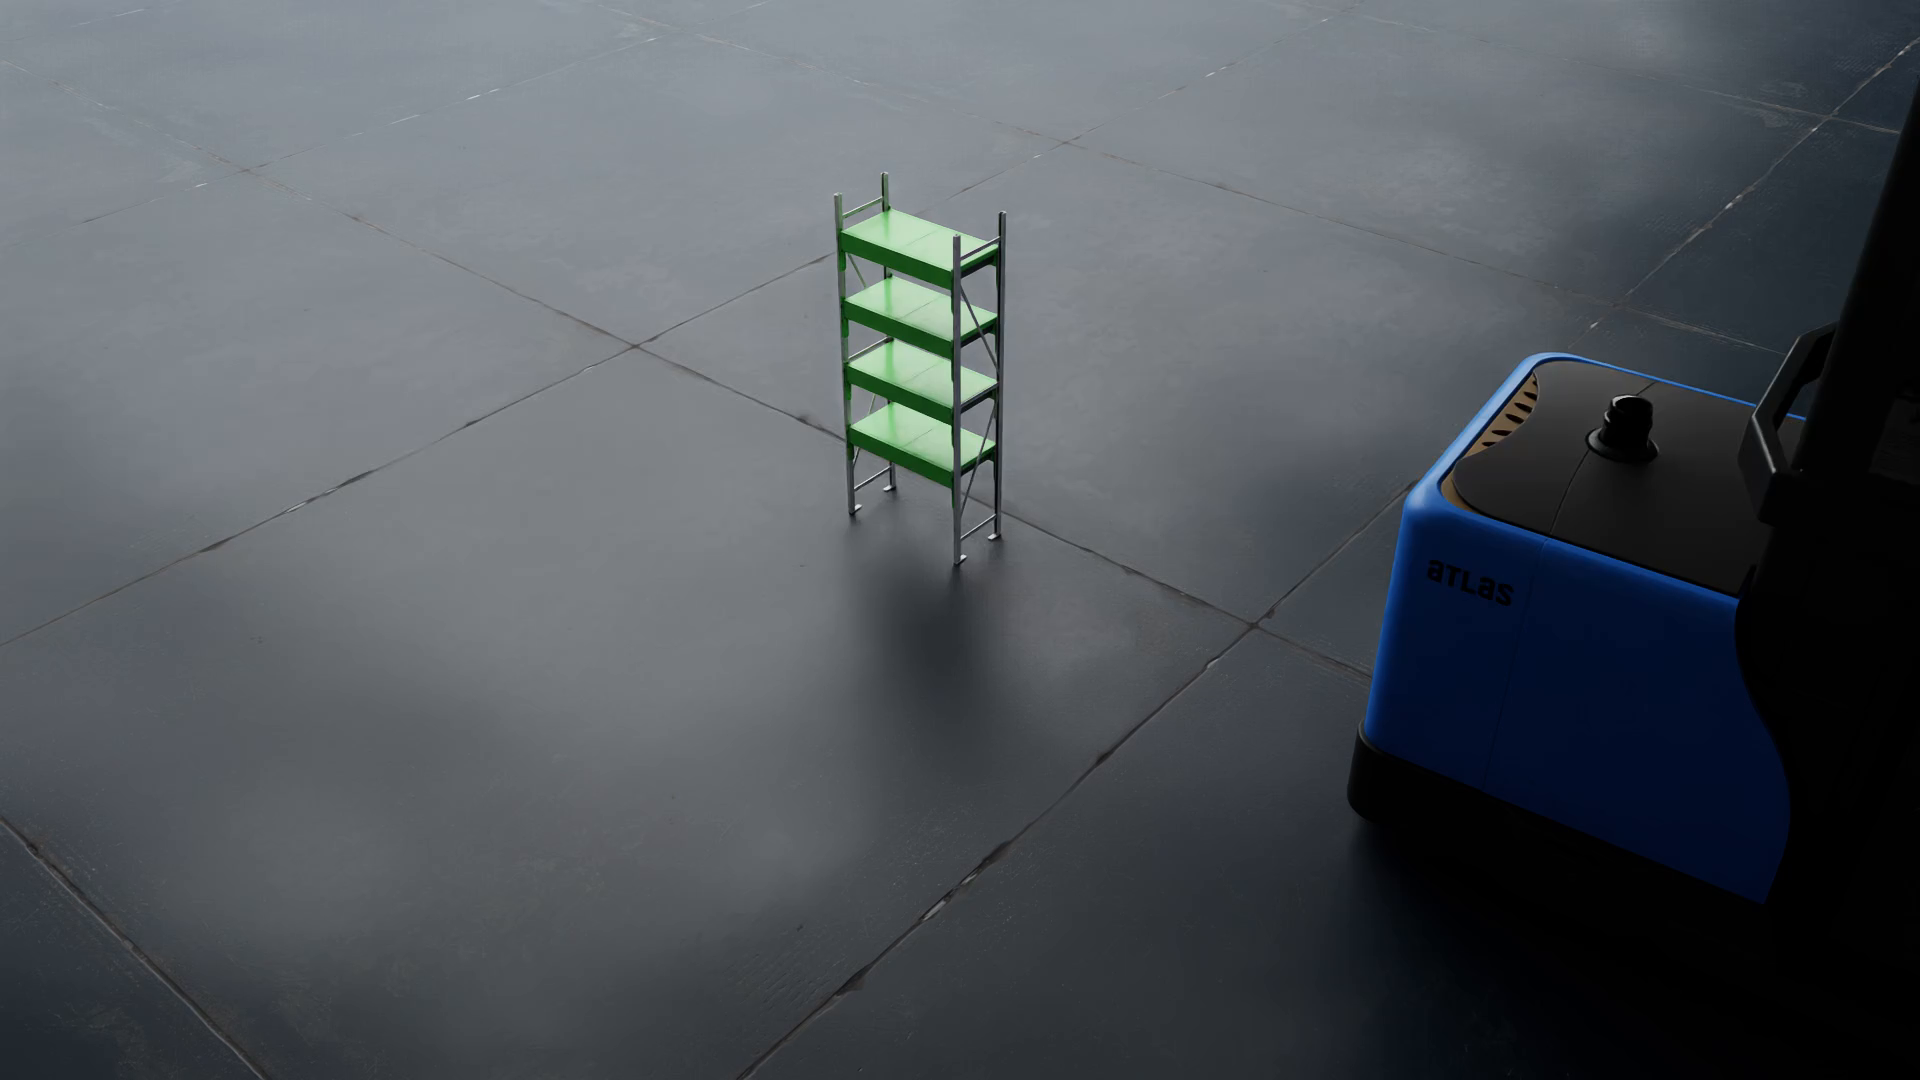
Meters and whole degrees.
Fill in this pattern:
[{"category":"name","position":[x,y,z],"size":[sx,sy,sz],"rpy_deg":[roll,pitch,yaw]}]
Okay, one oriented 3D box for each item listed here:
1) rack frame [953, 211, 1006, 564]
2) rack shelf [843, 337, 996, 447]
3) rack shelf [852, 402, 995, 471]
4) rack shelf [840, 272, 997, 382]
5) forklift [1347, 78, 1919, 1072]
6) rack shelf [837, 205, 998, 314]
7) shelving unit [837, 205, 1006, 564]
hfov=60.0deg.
[{"category":"rack frame","position":[0.060,-0.466,5.388],"size":[0.015,1.200,0.240],"rpy_deg":[25,42,32]},{"category":"rack shelf","position":[-0.127,-0.502,5.553],"size":[0.480,0.148,0.258],"rpy_deg":[25,42,32]},{"category":"rack shelf","position":[-0.127,-0.348,5.659],"size":[0.457,0.021,0.221],"rpy_deg":[25,42,32]},{"category":"rack shelf","position":[-0.127,-0.700,5.417],"size":[0.480,0.148,0.258],"rpy_deg":[25,42,32]},{"category":"forklift","position":[2.574,-0.175,3.436],"size":[3.031,2.935,1.130],"rpy_deg":[21,40,28]},{"category":"rack shelf","position":[-0.127,-0.898,5.282],"size":[0.480,0.148,0.258],"rpy_deg":[25,42,32]},{"category":"shelving unit","position":[-0.123,-0.552,5.514],"size":[0.492,1.200,0.258],"rpy_deg":[25,42,32]}]
